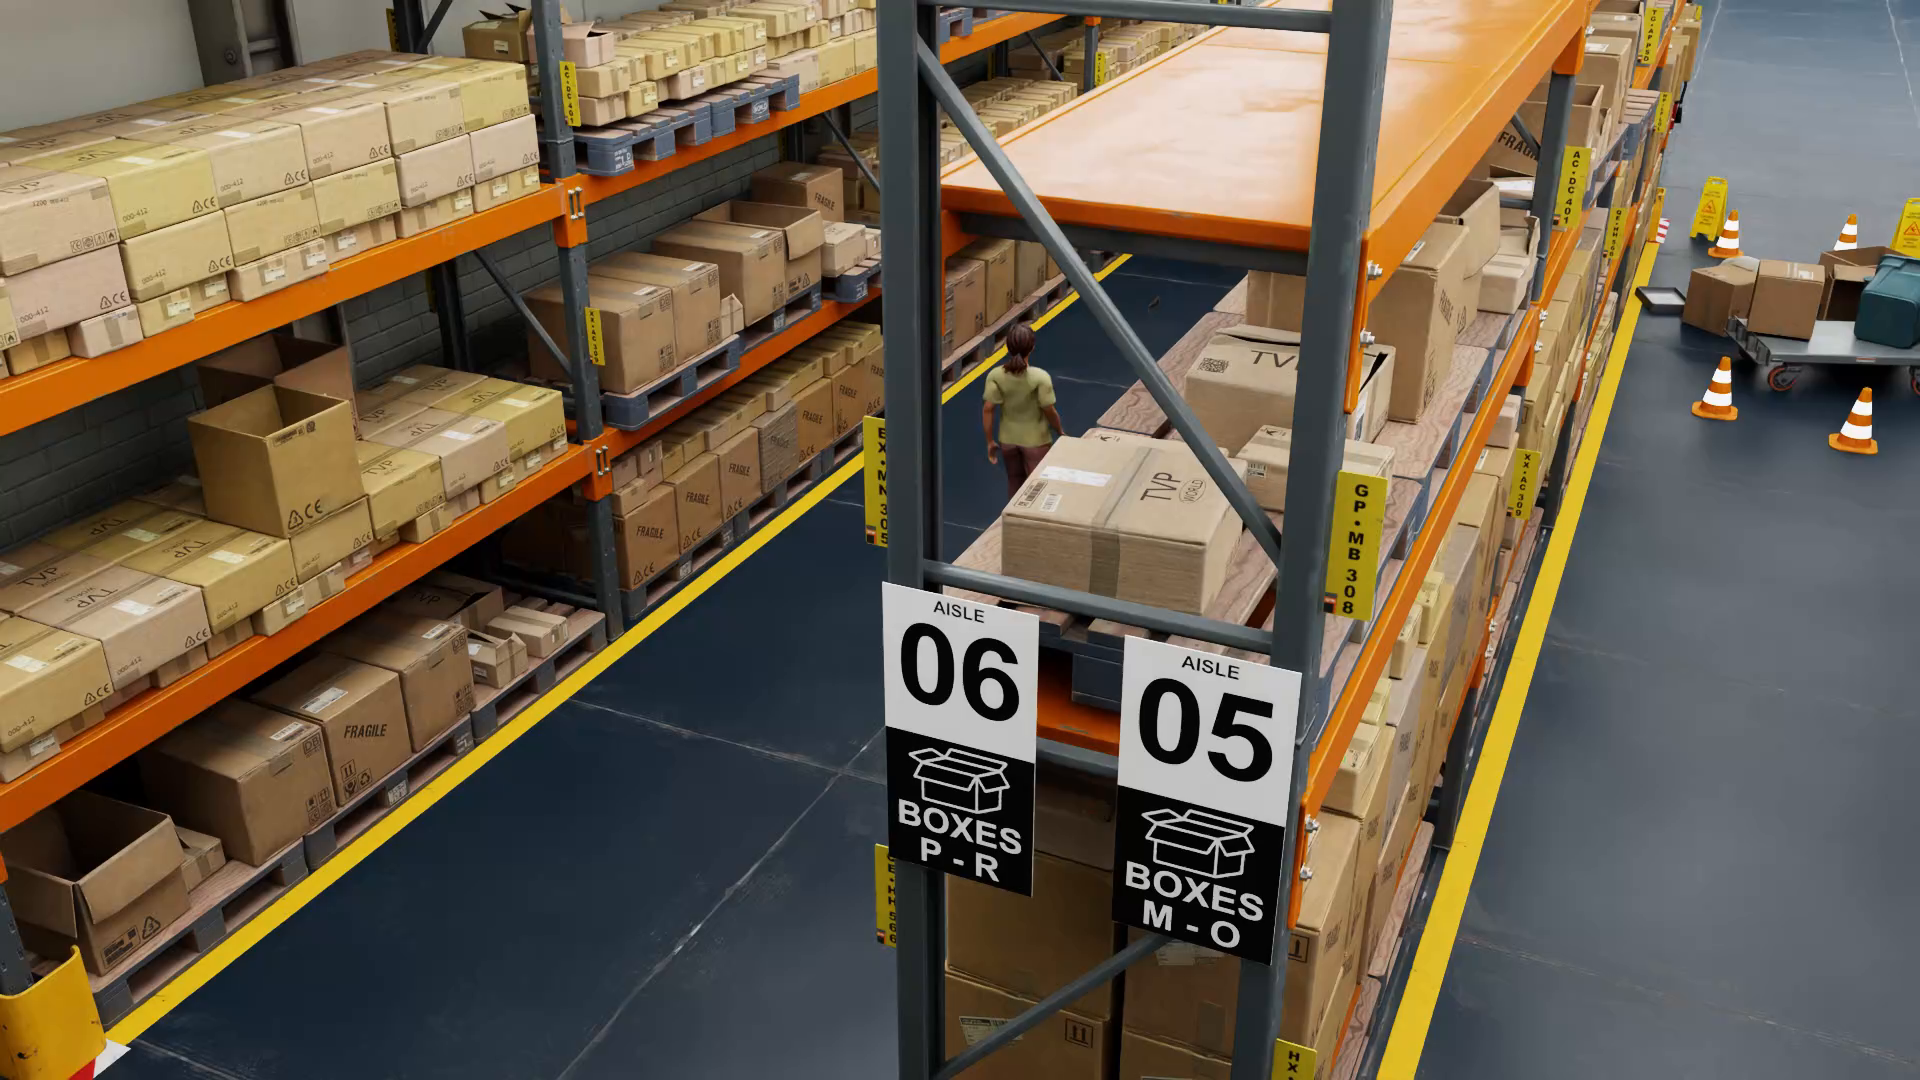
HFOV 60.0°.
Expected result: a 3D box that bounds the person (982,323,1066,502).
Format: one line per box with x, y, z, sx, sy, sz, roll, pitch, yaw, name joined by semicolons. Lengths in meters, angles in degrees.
0.418;-0.630;10.687;0.469;1.645;0.867;11;28;21;person
